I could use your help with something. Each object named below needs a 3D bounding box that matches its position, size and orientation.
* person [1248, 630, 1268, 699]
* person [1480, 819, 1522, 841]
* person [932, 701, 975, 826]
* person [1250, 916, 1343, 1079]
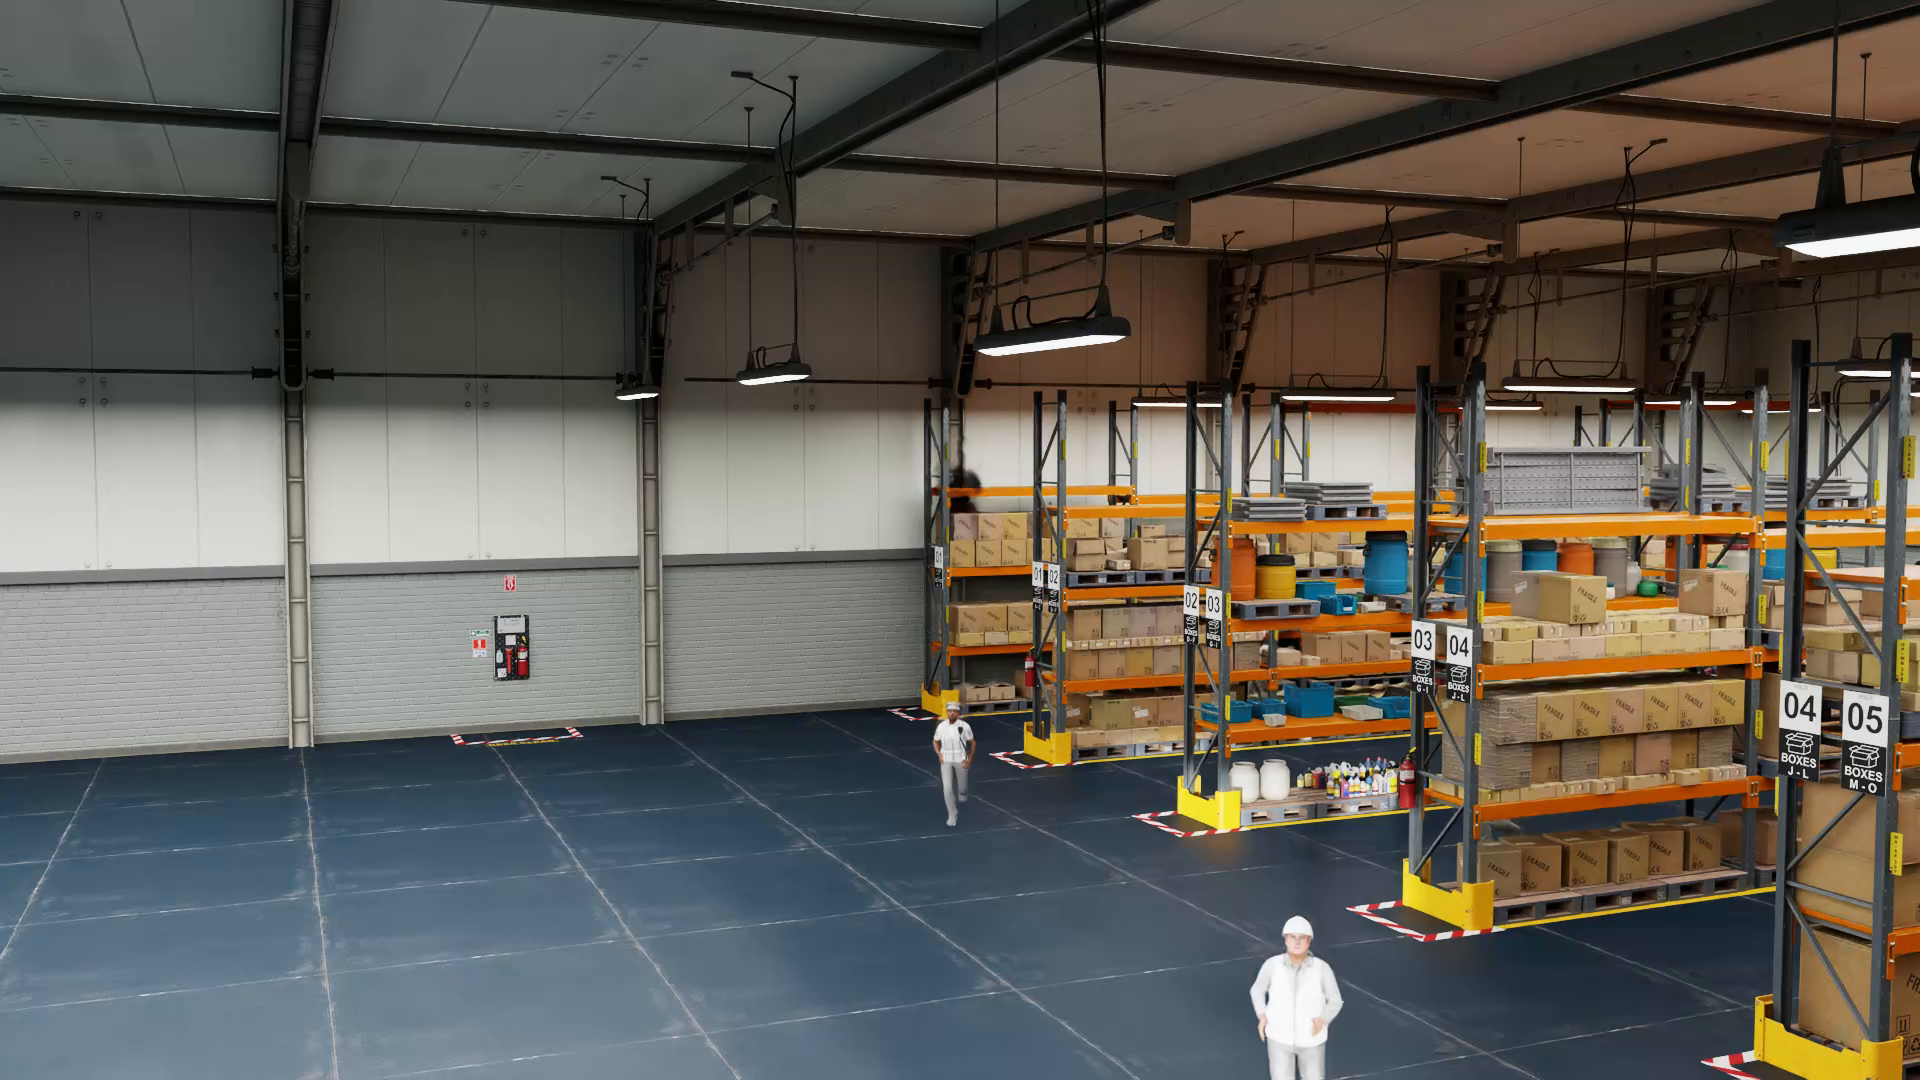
[{"bbox_3d":[5.498,2.501,30.523,0.675,1.735,0.685,-2,4,-27],"label":"person"},{"bbox_3d":[6.674,3.074,20.720,0.624,1.733,0.664,-2,4,-32],"label":"person"},{"bbox_3d":[-0.086,3.019,22.740,0.586,1.657,0.711,0,3,1],"label":"person"},{"bbox_3d":[2.429,3.588,12.052,0.665,1.729,0.735,1,3,13],"label":"person"}]
